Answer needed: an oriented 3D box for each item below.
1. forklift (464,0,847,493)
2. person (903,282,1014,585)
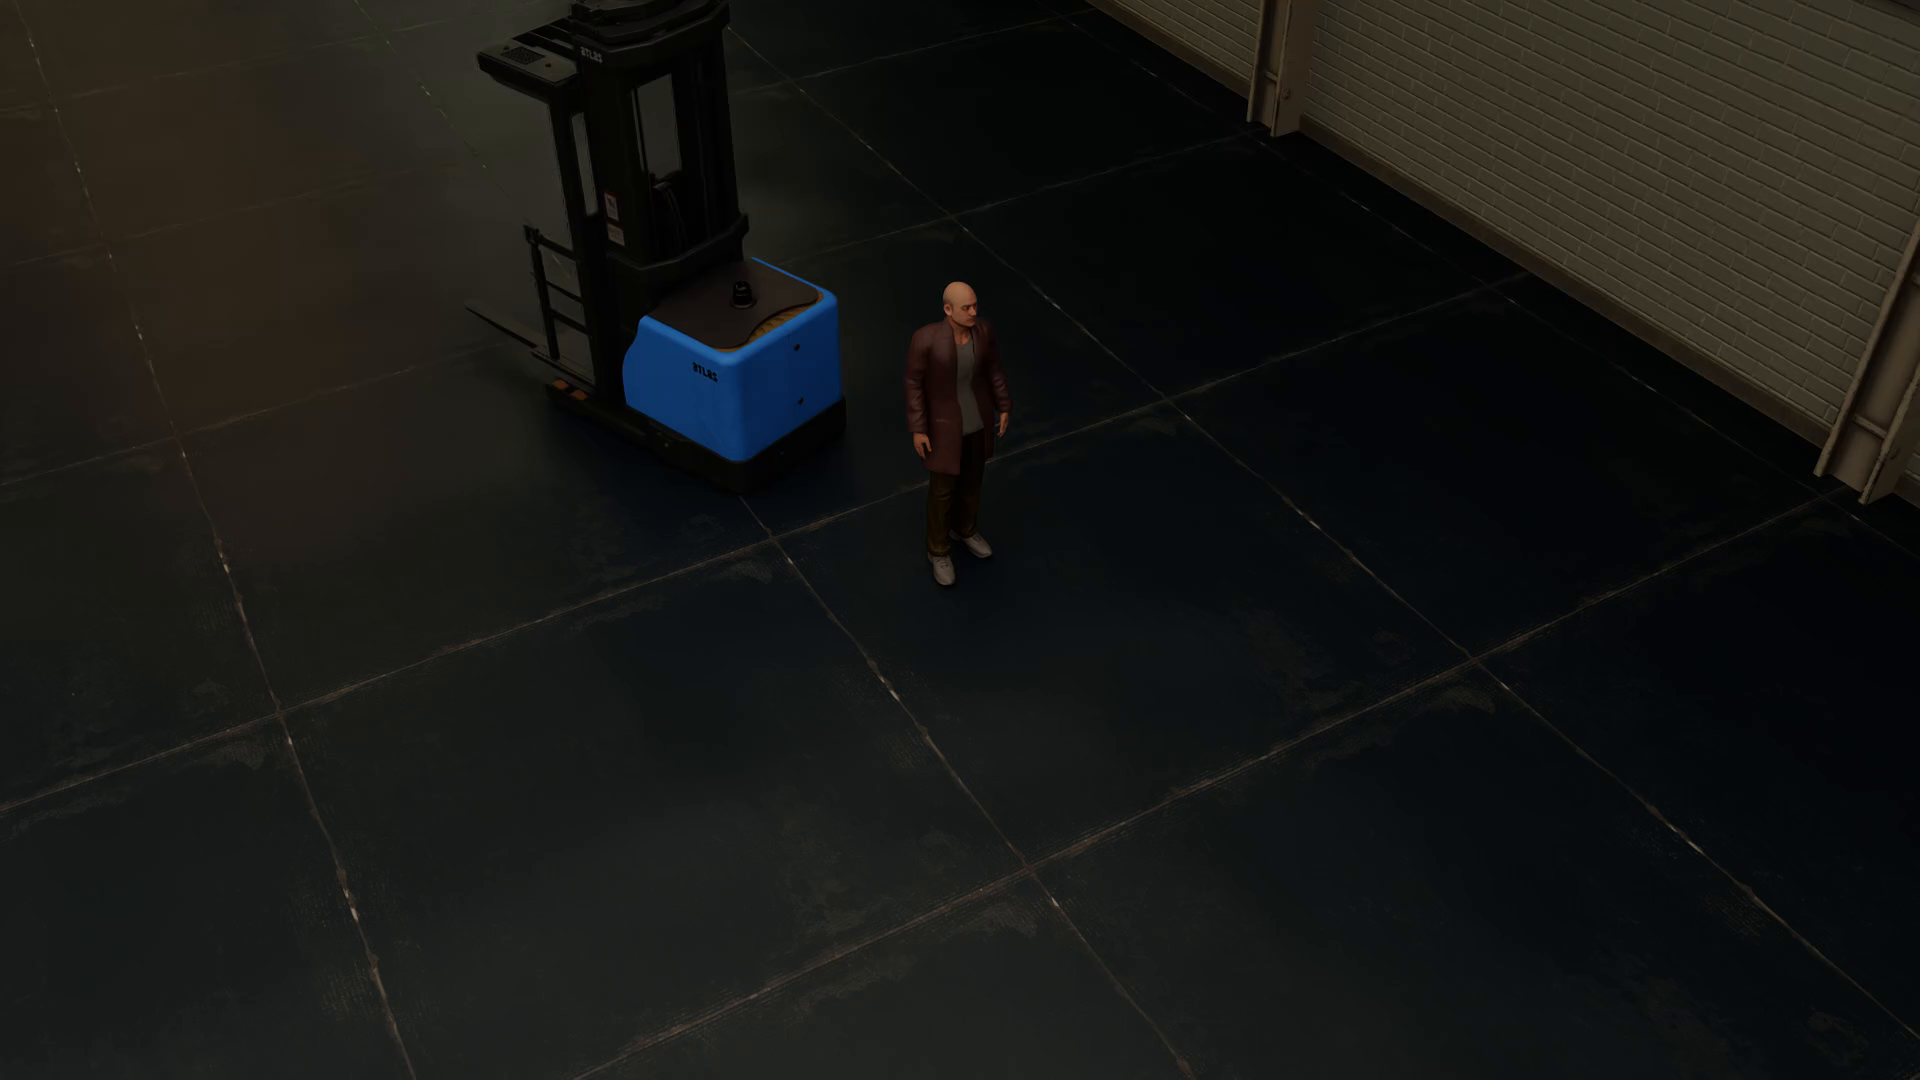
[{"bbox_3d":[-2.217,-2.217,10.709,3.031,2.935,1.130,28,47,29],"label":"forklift"},{"bbox_3d":[0.043,-0.638,9.697,0.698,1.778,0.579,-20,44,-23],"label":"person"}]
